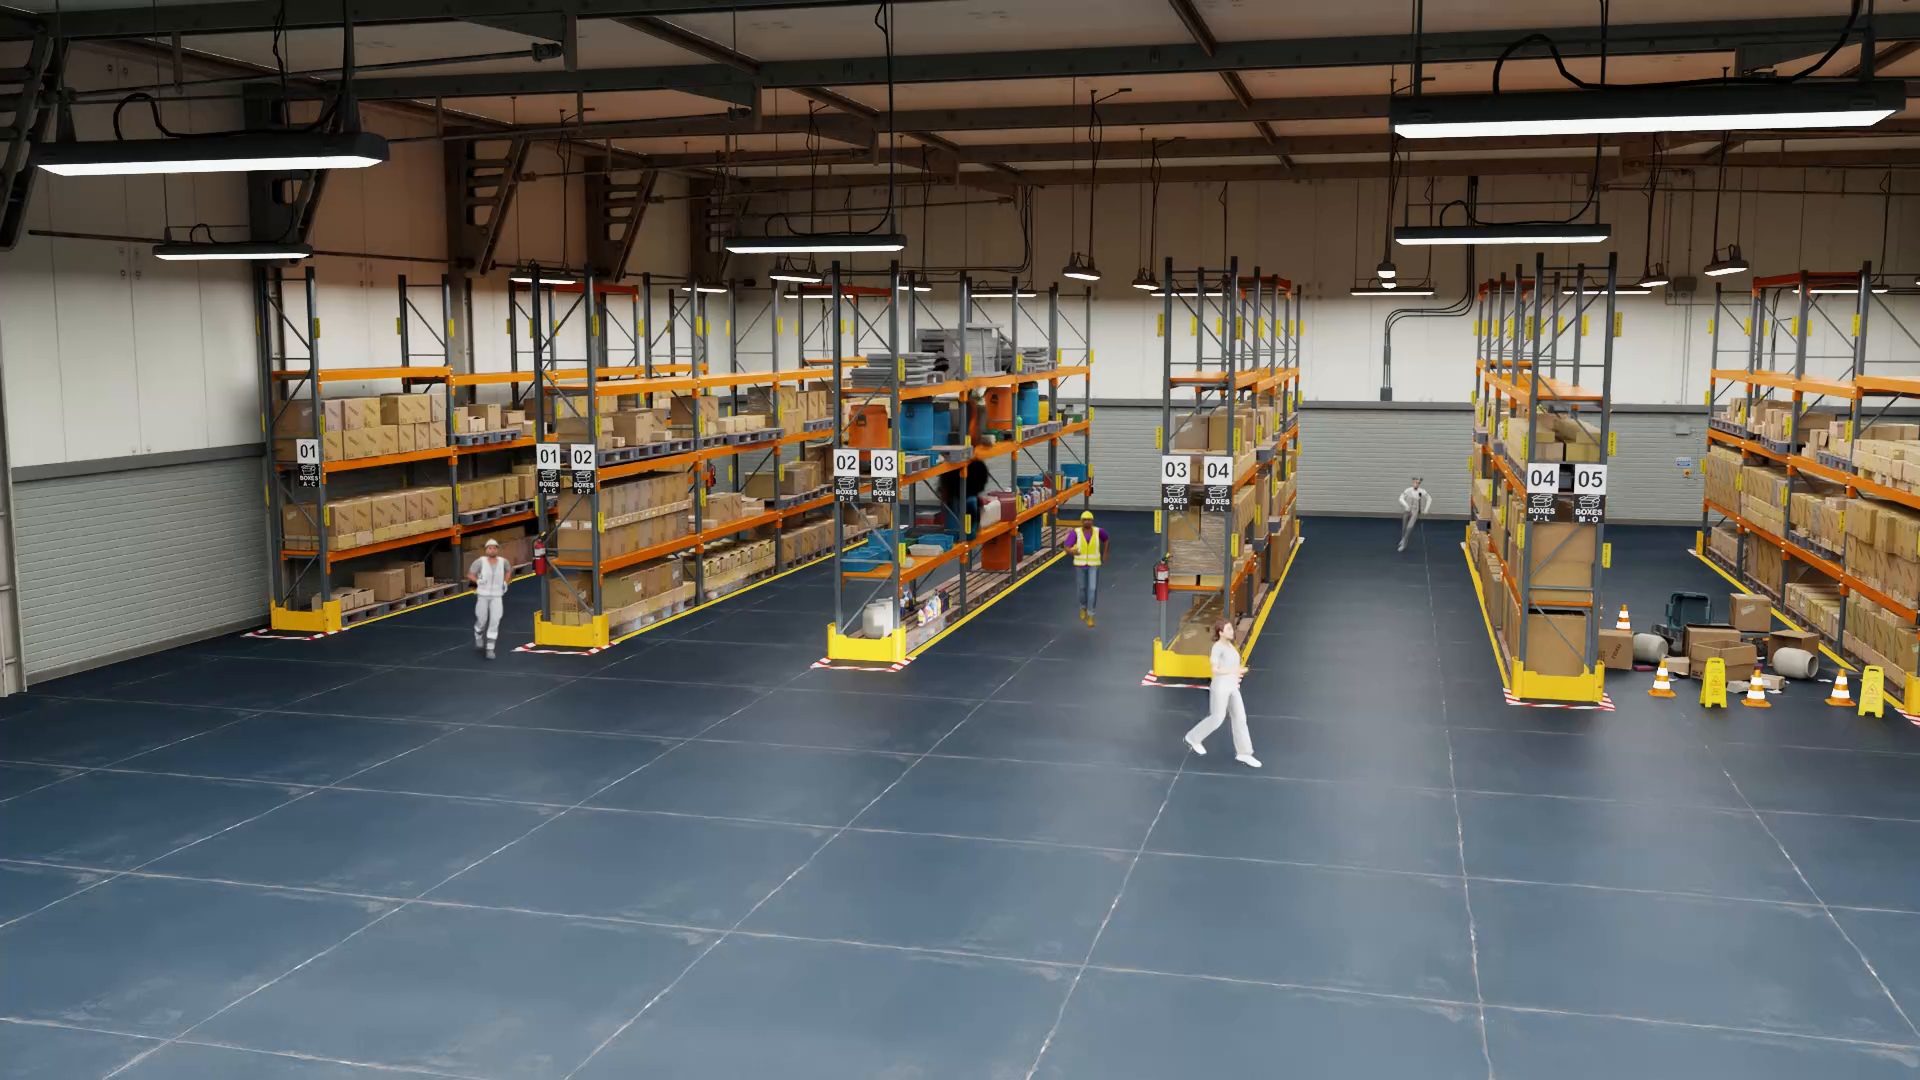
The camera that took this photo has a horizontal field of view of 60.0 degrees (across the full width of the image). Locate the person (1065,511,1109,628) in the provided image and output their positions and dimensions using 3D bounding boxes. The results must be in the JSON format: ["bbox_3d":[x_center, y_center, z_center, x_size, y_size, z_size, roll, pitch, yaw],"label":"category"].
[{"bbox_3d":[2.037,0.440,26.720,0.710,1.823,0.831,1,7,4],"label":"person"}]

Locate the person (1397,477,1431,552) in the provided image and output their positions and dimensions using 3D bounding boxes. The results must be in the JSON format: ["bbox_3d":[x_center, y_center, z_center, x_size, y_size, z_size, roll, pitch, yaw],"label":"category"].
[{"bbox_3d":[10.284,-0.604,37.747,0.723,1.677,0.863,4,8,27],"label":"person"}]

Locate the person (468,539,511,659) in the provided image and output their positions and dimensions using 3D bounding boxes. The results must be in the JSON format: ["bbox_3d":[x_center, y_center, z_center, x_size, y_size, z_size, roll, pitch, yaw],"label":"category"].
[{"bbox_3d":[-7.218,0.875,25.583,0.664,1.792,0.915,-3,8,-22],"label":"person"}]

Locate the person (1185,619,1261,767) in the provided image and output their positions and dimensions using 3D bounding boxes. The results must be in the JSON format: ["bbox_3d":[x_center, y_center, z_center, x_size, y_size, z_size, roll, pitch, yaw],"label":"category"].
[{"bbox_3d":[3.033,1.735,19.126,0.951,1.668,0.565,6,9,39],"label":"person"}]
